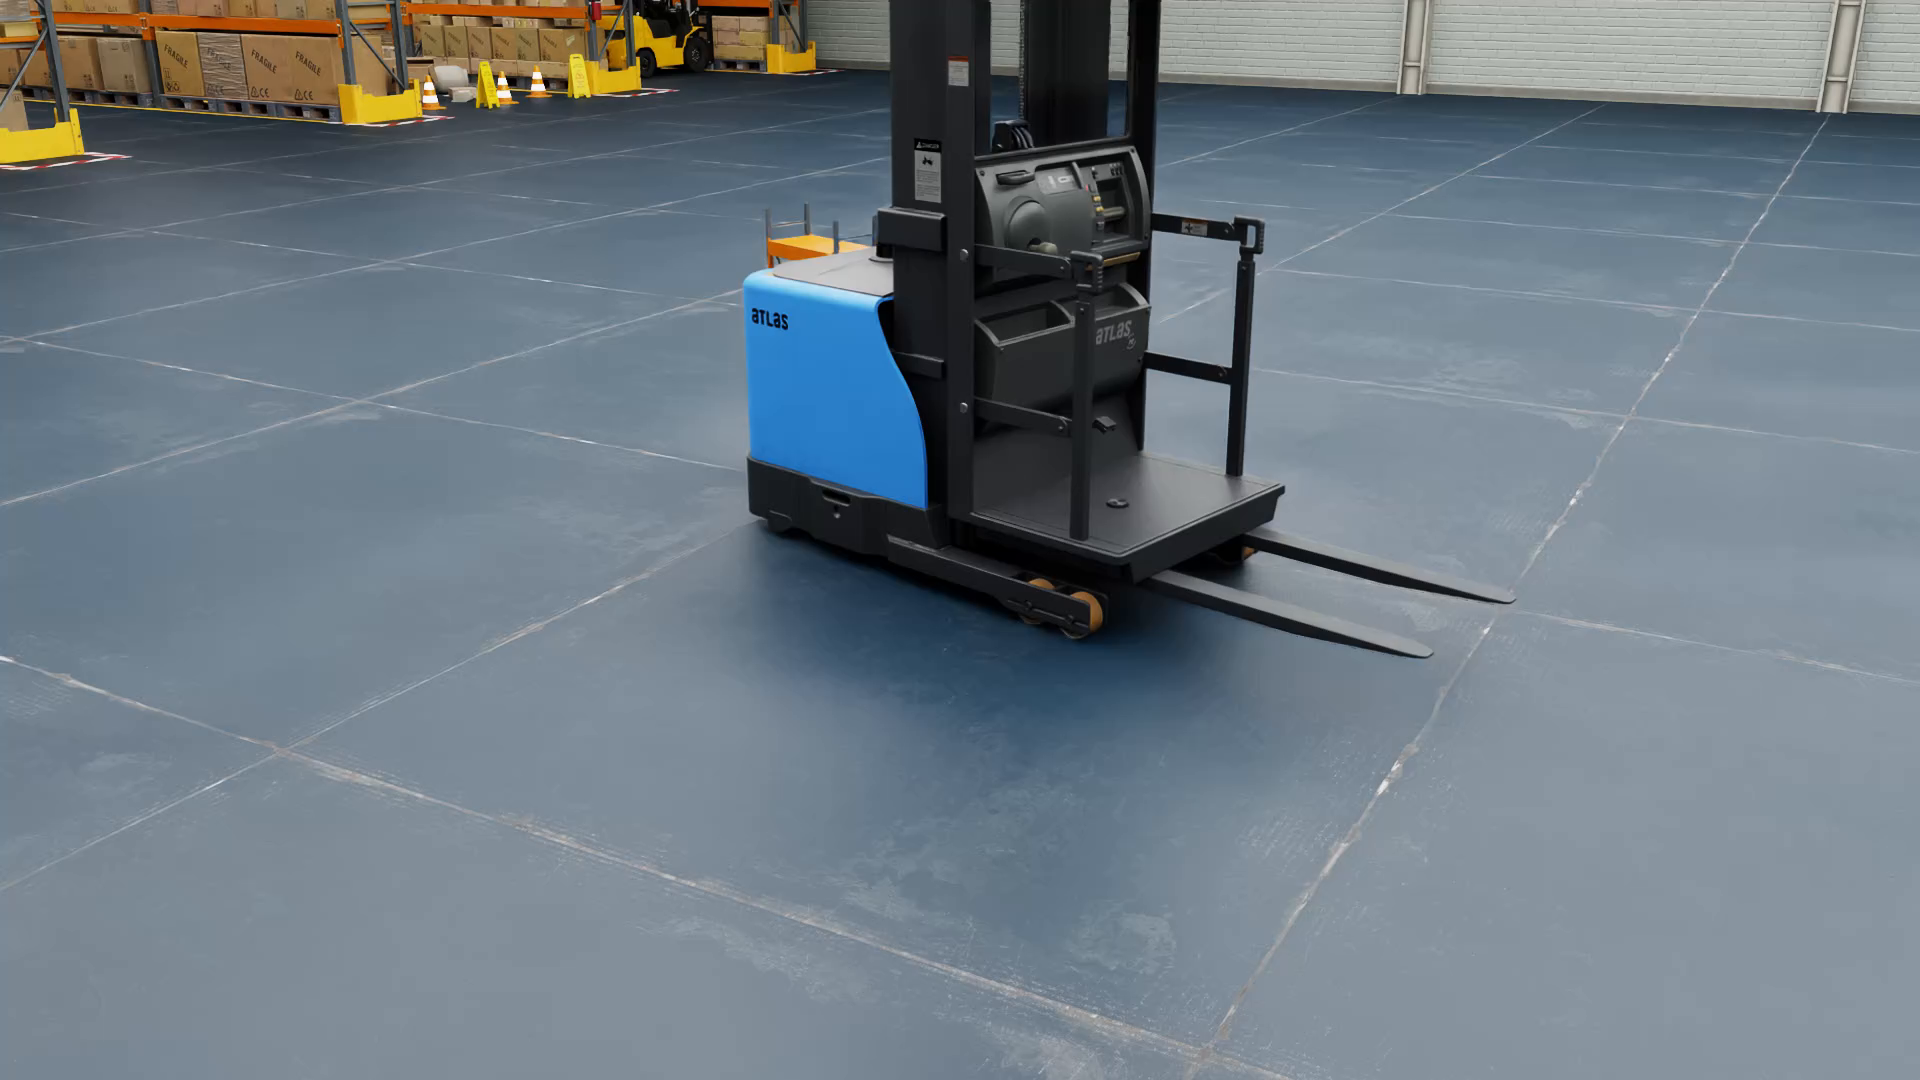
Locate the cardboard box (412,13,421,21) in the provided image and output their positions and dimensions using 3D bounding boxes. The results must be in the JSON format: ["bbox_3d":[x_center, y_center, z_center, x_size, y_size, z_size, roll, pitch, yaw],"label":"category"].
[{"bbox_3d":[-11.140,-10.872,34.537,0.250,0.149,0.380,10,22,26],"label":"cardboard box"}]

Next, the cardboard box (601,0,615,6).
[{"bbox_3d":[-5.752,-8.636,26.643,0.250,0.149,0.380,11,23,28],"label":"cardboard box"}]

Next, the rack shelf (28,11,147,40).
[{"bbox_3d":[-13.121,-7.805,25.039,4.000,0.370,1.077,11,23,27],"label":"rack shelf"}]

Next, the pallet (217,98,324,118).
[{"bbox_3d":[-9.680,-6.148,23.504,1.213,0.211,1.003,11,23,27],"label":"pallet"}]

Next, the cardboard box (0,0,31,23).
[{"bbox_3d":[-10.857,-5.972,18.348,0.500,0.500,0.875,11,23,27],"label":"cardboard box"}]

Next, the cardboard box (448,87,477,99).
[{"bbox_3d":[-7.686,-6.913,25.703,0.380,0.149,0.250,-11,23,-29],"label":"cardboard box"}]

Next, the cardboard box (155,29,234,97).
[{"bbox_3d":[-10.860,-6.884,23.944,0.875,0.875,0.875,11,23,28],"label":"cardboard box"}]

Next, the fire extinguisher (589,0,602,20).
[{"bbox_3d":[-5.682,-8.444,25.857,0.183,0.674,0.296,11,23,27],"label":"fire extinguisher"}]

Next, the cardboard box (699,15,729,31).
[{"bbox_3d":[-4.587,-9.637,30.984,0.500,0.250,0.500,11,23,28],"label":"cardboard box"}]

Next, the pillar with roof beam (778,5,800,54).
[{"bbox_3d":[-5.407,-12.037,26.853,0.400,9.000,9.100,11,23,27],"label":"pillar with roof beam"}]

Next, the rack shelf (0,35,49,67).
[{"bbox_3d":[-12.136,-5.680,19.181,4.000,0.370,1.077,11,23,27],"label":"rack shelf"}]

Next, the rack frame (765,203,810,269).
[{"bbox_3d":[-0.780,-0.947,7.716,0.240,1.200,0.015,-17,26,-39],"label":"rack frame"}]

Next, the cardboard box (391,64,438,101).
[{"bbox_3d":[-8.325,-7.001,25.428,0.637,0.503,0.797,-4,20,-10],"label":"cardboard box"}]

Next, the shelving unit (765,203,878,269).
[{"bbox_3d":[-0.615,-0.886,7.547,0.258,1.200,0.503,-17,26,-39],"label":"shelving unit"}]

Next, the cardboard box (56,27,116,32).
[{"bbox_3d":[-17.311,-9.910,32.927,0.875,0.438,0.875,10,22,26],"label":"cardboard box"}]

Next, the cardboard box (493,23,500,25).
[{"bbox_3d":[-7.957,-8.456,28.095,0.500,0.500,0.500,11,23,28],"label":"cardboard box"}]

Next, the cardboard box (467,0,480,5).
[{"bbox_3d":[-7.818,-8.820,27.149,0.250,0.149,0.380,11,23,28],"label":"cardboard box"}]

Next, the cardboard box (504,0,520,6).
[{"bbox_3d":[-7.138,-8.708,26.842,0.250,0.149,0.380,11,22,27],"label":"cardboard box"}]

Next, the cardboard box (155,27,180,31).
[{"bbox_3d":[-14.660,-9.603,31.440,0.875,0.875,0.875,12,23,29],"label":"cardboard box"}]

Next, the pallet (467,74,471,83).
[{"bbox_3d":[-8.445,-7.889,28.305,1.213,0.211,1.003,11,23,27],"label":"pallet"}]

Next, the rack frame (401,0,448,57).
[{"bbox_3d":[-9.049,-9.301,28.108,0.127,3.000,1.000,11,23,27],"label":"rack frame"}]

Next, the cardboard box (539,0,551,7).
[{"bbox_3d":[-6.476,-8.575,26.473,0.250,0.149,0.380,10,22,26],"label":"cardboard box"}]

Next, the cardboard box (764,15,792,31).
[{"bbox_3d":[-3.467,-9.626,30.952,0.500,0.250,0.500,10,22,26],"label":"cardboard box"}]

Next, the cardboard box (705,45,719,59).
[{"bbox_3d":[-4.565,-9.175,31.176,0.500,0.250,0.500,11,23,28],"label":"cardboard box"}]

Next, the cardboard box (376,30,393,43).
[{"bbox_3d":[-11.950,-10.727,35.088,0.500,0.500,0.500,10,22,25],"label":"cardboard box"}]

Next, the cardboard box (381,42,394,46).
[{"bbox_3d":[-10.137,-8.469,29.050,0.625,0.372,0.950,12,23,31],"label":"cardboard box"}]

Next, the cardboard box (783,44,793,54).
[{"bbox_3d":[-3.473,-9.159,31.133,0.500,0.250,0.500,11,23,28],"label":"cardboard box"}]

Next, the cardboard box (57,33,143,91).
[{"bbox_3d":[-12.801,-7.189,24.968,0.750,0.750,1.050,11,23,27],"label":"cardboard box"}]

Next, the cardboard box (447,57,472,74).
[{"bbox_3d":[-8.194,-7.942,27.778,0.500,0.250,0.500,12,23,30],"label":"cardboard box"}]

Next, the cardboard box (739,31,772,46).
[{"bbox_3d":[-3.717,-9.242,30.628,0.500,0.250,0.500,10,22,27],"label":"cardboard box"}]

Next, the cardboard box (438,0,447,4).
[{"bbox_3d":[-8.438,-8.974,27.573,0.250,0.149,0.380,11,23,27],"label":"cardboard box"}]

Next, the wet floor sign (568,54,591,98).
[{"bbox_3d":[-5.913,-7.179,25.711,0.267,0.644,0.232,-16,26,-38],"label":"wet floor sign"}]

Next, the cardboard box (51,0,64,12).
[{"bbox_3d":[-13.287,-8.117,24.696,0.500,0.500,0.500,11,22,27],"label":"cardboard box"}]

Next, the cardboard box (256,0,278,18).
[{"bbox_3d":[-9.147,-7.480,22.867,0.550,0.550,0.875,11,23,27],"label":"cardboard box"}]

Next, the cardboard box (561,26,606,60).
[{"bbox_3d":[-6.147,-8.114,27.151,0.500,0.500,0.500,10,22,26],"label":"cardboard box"}]

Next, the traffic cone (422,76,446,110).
[{"bbox_3d":[-7.654,-6.464,24.007,0.334,0.463,0.336,11,23,27],"label":"traffic cone"}]

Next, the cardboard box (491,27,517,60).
[{"bbox_3d":[-7.278,-8.121,27.171,0.500,0.500,0.500,10,22,26],"label":"cardboard box"}]

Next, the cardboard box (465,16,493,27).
[{"bbox_3d":[-7.900,-8.518,27.313,0.250,0.149,0.380,12,23,30],"label":"cardboard box"}]

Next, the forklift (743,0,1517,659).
[{"bbox_3d":[0.547,-1.228,5.953,3.031,2.935,1.130,17,26,39],"label":"forklift"}]

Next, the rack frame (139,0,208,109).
[{"bbox_3d":[-11.375,-7.811,23.999,0.127,3.000,1.000,11,23,27],"label":"rack frame"}]

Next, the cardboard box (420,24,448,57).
[{"bbox_3d":[-8.665,-8.380,27.885,0.500,0.500,0.500,12,23,30],"label":"cardboard box"}]

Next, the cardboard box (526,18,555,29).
[{"bbox_3d":[-6.737,-8.295,26.700,0.250,0.149,0.380,12,23,29],"label":"cardboard box"}]

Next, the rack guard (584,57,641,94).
[{"bbox_3d":[-5.623,-7.474,26.735,0.348,0.500,1.175,11,23,27],"label":"rack guard"}]

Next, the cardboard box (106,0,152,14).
[{"bbox_3d":[-11.961,-7.865,24.002,0.500,0.500,0.500,11,22,27],"label":"cardboard box"}]

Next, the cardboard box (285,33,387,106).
[{"bbox_3d":[-8.507,-6.437,22.713,0.875,0.875,0.875,11,23,28],"label":"cardboard box"}]

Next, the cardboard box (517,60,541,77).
[{"bbox_3d":[-6.842,-7.684,27.065,0.500,0.250,0.500,11,23,27],"label":"cardboard box"}]

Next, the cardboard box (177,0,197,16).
[{"bbox_3d":[-10.556,-7.739,23.581,0.550,0.550,0.875,11,23,27],"label":"cardboard box"}]

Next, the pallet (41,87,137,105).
[{"bbox_3d":[-13.154,-6.809,25.325,1.213,0.211,1.003,11,23,27],"label":"pallet"}]

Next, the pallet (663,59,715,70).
[{"bbox_3d":[-4.888,-9.122,31.702,1.213,0.211,1.003,11,23,27],"label":"pallet"}]
